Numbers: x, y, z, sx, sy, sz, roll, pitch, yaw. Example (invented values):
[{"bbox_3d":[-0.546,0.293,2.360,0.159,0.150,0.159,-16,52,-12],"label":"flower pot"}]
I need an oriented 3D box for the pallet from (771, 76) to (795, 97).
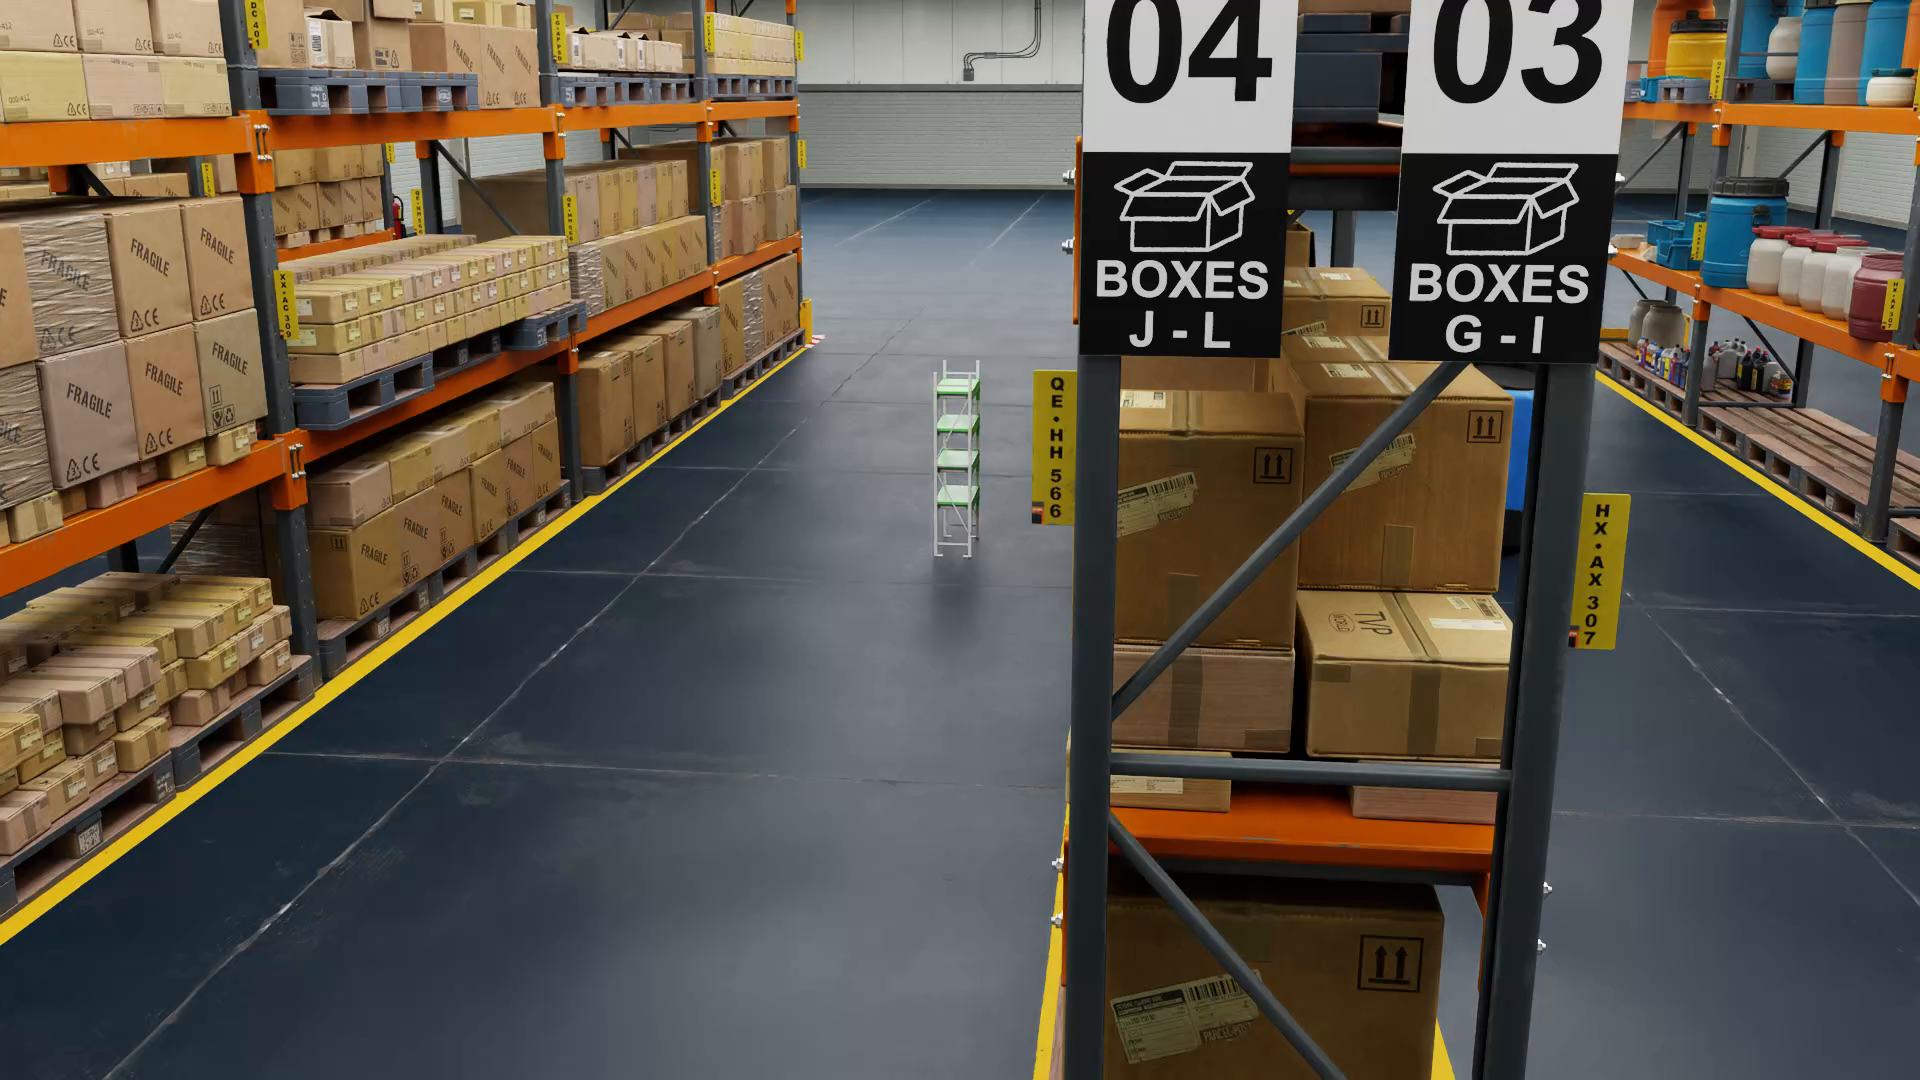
[{"bbox_3d":[-2.447,-5.031,18.445,1.003,0.211,1.213,2,15,6],"label":"pallet"}]

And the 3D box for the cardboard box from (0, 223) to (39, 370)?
[{"bbox_3d":[-3.679,-0.850,5.880,0.500,0.500,0.500,1,15,4],"label":"cardboard box"}]

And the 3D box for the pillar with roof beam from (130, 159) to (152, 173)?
[{"bbox_3d":[-8.255,-8.255,24.450,9.100,9.000,0.400,2,15,6],"label":"pillar with roof beam"}]

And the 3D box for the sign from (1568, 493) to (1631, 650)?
[{"bbox_3d":[1.289,0.065,3.364,0.100,0.325,0.005,2,15,6],"label":"sign"}]

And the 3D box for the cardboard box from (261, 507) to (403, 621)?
[{"bbox_3d":[-3.381,0.114,8.979,0.500,0.500,0.500,2,15,8],"label":"cardboard box"}]

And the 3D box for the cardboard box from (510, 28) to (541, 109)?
[{"bbox_3d":[-3.088,-3.084,10.884,0.500,0.500,0.500,2,15,6],"label":"cardboard box"}]

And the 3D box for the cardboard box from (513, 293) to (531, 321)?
[{"bbox_3d":[-2.965,-1.488,10.595,0.380,0.149,0.250,1,15,6],"label":"cardboard box"}]

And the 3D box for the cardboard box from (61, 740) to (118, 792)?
[{"bbox_3d":[-3.646,0.913,6.696,0.380,0.149,0.250,2,15,7],"label":"cardboard box"}]

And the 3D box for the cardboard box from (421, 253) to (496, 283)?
[{"bbox_3d":[-3.024,-1.636,10.004,0.380,0.149,0.250,2,15,9],"label":"cardboard box"}]

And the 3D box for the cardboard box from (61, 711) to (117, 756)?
[{"bbox_3d":[-3.664,0.753,6.718,0.380,0.149,0.250,1,15,4],"label":"cardboard box"}]

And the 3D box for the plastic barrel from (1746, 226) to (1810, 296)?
[{"bbox_3d":[6.687,-2.287,13.613,0.433,0.535,0.433,0,15,0],"label":"plastic barrel"}]

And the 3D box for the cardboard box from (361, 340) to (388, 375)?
[{"bbox_3d":[-3.201,-0.948,8.600,0.380,0.149,0.250,2,15,7],"label":"cardboard box"}]

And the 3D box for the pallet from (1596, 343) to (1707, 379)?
[{"bbox_3d":[7.406,-1.923,17.868,1.003,0.211,1.213,2,15,6],"label":"pallet"}]

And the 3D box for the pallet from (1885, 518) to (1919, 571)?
[{"bbox_3d":[6.514,0.126,10.291,1.003,0.211,1.213,2,15,6],"label":"pallet"}]

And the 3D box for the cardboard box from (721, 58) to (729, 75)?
[{"bbox_3d":[-2.419,-4.511,15.835,0.380,0.149,0.250,2,15,6],"label":"cardboard box"}]

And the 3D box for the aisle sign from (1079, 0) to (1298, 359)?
[{"bbox_3d":[0.432,-0.742,3.178,0.394,0.787,0.004,2,15,6],"label":"aisle sign"}]

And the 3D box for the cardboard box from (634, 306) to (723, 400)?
[{"bbox_3d":[-2.806,-1.734,15.334,1.050,0.750,0.750,2,15,6],"label":"cardboard box"}]

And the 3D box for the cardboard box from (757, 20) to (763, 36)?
[{"bbox_3d":[-2.246,-5.288,17.184,0.380,0.149,0.250,2,15,7],"label":"cardboard box"}]

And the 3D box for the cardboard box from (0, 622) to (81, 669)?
[{"bbox_3d":[-4.049,0.468,7.201,0.380,0.149,0.250,1,15,5],"label":"cardboard box"}]

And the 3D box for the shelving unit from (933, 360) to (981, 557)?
[{"bbox_3d":[-0.019,-0.536,10.847,0.258,1.200,0.503,2,15,6],"label":"shelving unit"}]

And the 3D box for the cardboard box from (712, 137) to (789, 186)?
[{"bbox_3d":[-2.454,-4.317,19.025,0.875,0.550,0.550,2,15,6],"label":"cardboard box"}]

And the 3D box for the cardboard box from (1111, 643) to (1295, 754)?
[{"bbox_3d":[0.529,0.299,4.028,0.500,0.250,0.500,1,15,5],"label":"cardboard box"}]

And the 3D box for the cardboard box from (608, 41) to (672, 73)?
[{"bbox_3d":[-2.746,-4.081,14.053,0.500,0.250,0.500,2,15,6],"label":"cardboard box"}]

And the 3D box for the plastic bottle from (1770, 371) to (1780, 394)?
[{"bbox_3d":[7.508,-1.447,15.285,0.097,0.201,0.097,0,15,0],"label":"plastic bottle"}]

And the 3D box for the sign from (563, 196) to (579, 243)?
[{"bbox_3d":[-2.736,-2.251,11.673,0.100,0.325,0.005,2,15,6],"label":"sign"}]

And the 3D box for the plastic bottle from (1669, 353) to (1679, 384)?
[{"bbox_3d":[6.798,-1.633,15.815,0.061,0.283,0.133,3,15,10],"label":"plastic bottle"}]

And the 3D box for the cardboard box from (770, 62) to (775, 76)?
[{"bbox_3d":[-2.189,-5.036,17.778,0.380,0.149,0.250,1,15,5],"label":"cardboard box"}]

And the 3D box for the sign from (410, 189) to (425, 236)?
[{"bbox_3d":[-3.828,-2.318,11.770,0.100,0.325,0.005,2,15,6],"label":"sign"}]

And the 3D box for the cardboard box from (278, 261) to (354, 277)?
[{"bbox_3d":[-3.728,-1.523,9.584,0.380,0.149,0.250,1,15,4],"label":"cardboard box"}]

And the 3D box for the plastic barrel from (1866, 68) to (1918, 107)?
[{"bbox_3d":[6.474,-3.143,11.559,0.301,0.262,0.301,0,15,0],"label":"plastic barrel"}]

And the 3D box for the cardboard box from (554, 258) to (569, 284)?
[{"bbox_3d":[-2.880,-1.827,11.280,0.380,0.149,0.250,2,15,7],"label":"cardboard box"}]

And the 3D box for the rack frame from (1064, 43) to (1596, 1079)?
[{"bbox_3d":[0.738,0.503,3.554,1.000,3.000,0.127,2,15,6],"label":"rack frame"}]

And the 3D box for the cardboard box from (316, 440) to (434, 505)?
[{"bbox_3d":[-3.324,-0.386,9.392,0.500,0.250,0.500,2,15,8],"label":"cardboard box"}]

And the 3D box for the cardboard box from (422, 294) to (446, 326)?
[{"bbox_3d":[-3.113,-1.292,9.299,0.380,0.149,0.250,2,15,9],"label":"cardboard box"}]

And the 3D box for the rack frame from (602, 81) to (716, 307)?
[{"bbox_3d":[-2.825,-2.781,15.701,1.000,3.000,0.127,2,15,6],"label":"rack frame"}]

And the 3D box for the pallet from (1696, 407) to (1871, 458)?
[{"bbox_3d":[6.963,-0.912,14.131,1.003,0.211,1.213,2,15,6],"label":"pallet"}]

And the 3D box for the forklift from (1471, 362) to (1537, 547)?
[{"bbox_3d":[3.766,-1.709,11.868,1.130,2.935,3.031,6,16,21],"label":"forklift"}]

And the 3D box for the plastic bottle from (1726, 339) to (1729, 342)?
[{"bbox_3d":[7.698,-1.881,16.735,0.061,0.283,0.133,2,15,8],"label":"plastic bottle"}]

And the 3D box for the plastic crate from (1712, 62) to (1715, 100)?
[{"bbox_3d":[7.549,-4.437,16.109,0.392,0.384,0.575,2,15,6],"label":"plastic crate"}]

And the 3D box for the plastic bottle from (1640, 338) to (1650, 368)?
[{"bbox_3d":[6.907,-1.882,16.738,0.061,0.283,0.133,2,15,7],"label":"plastic bottle"}]

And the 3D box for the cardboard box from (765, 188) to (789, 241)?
[{"bbox_3d":[-2.411,-3.650,18.627,0.875,0.550,0.550,2,15,6],"label":"cardboard box"}]

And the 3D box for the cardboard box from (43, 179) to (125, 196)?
[{"bbox_3d":[-7.698,-2.906,14.598,0.500,0.500,0.500,2,15,8],"label":"cardboard box"}]

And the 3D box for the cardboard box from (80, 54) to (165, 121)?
[{"bbox_3d":[-3.583,-1.817,6.678,0.500,0.250,0.500,2,15,6],"label":"cardboard box"}]

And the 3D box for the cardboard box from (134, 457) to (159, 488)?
[{"bbox_3d":[-3.635,-0.302,7.012,0.380,0.149,0.250,1,15,5],"label":"cardboard box"}]

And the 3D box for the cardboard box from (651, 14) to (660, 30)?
[{"bbox_3d":[-3.072,-4.914,15.798,0.380,0.149,0.250,2,15,6],"label":"cardboard box"}]

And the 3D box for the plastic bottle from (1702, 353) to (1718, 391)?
[{"bbox_3d":[6.943,-1.568,15.446,0.144,0.351,0.185,2,15,6],"label":"plastic bottle"}]

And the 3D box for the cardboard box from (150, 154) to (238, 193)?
[{"bbox_3d":[-7.490,-3.683,16.359,0.700,0.500,0.500,2,15,6],"label":"cardboard box"}]

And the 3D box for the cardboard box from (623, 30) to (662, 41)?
[{"bbox_3d":[-3.024,-4.687,15.722,0.500,0.250,0.500,2,15,6],"label":"cardboard box"}]

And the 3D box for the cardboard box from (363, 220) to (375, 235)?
[{"bbox_3d":[-7.051,-3.645,19.375,0.380,0.149,0.250,2,15,6],"label":"cardboard box"}]

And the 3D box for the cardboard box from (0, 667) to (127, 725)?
[{"bbox_3d":[-3.583,0.620,6.638,0.380,0.149,0.250,1,15,4],"label":"cardboard box"}]

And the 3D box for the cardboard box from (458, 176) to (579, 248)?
[{"bbox_3d":[-3.216,-2.391,12.150,0.700,0.500,0.500,2,15,6],"label":"cardboard box"}]

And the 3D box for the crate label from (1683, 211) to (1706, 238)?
[{"bbox_3d":[7.526,-3.032,16.561,0.502,0.435,0.616,2,15,6],"label":"crate label"}]

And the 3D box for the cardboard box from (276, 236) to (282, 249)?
[{"bbox_3d":[-7.362,-3.122,17.442,0.380,0.149,0.250,2,15,6],"label":"cardboard box"}]

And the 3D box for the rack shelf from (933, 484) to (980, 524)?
[{"bbox_3d":[-0.019,-0.243,10.926,0.258,0.148,0.480,2,15,6],"label":"rack shelf"}]

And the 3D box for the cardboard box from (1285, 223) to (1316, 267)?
[{"bbox_3d":[1.253,-1.232,7.860,0.797,0.503,0.637,1,15,5],"label":"cardboard box"}]

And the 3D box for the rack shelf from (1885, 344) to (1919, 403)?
[{"bbox_3d":[6.336,-0.560,8.863,1.077,0.370,4.000,2,15,6],"label":"rack shelf"}]

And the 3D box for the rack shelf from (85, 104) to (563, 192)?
[{"bbox_3d":[-3.502,-2.326,9.648,1.077,0.370,4.000,2,15,6],"label":"rack shelf"}]
